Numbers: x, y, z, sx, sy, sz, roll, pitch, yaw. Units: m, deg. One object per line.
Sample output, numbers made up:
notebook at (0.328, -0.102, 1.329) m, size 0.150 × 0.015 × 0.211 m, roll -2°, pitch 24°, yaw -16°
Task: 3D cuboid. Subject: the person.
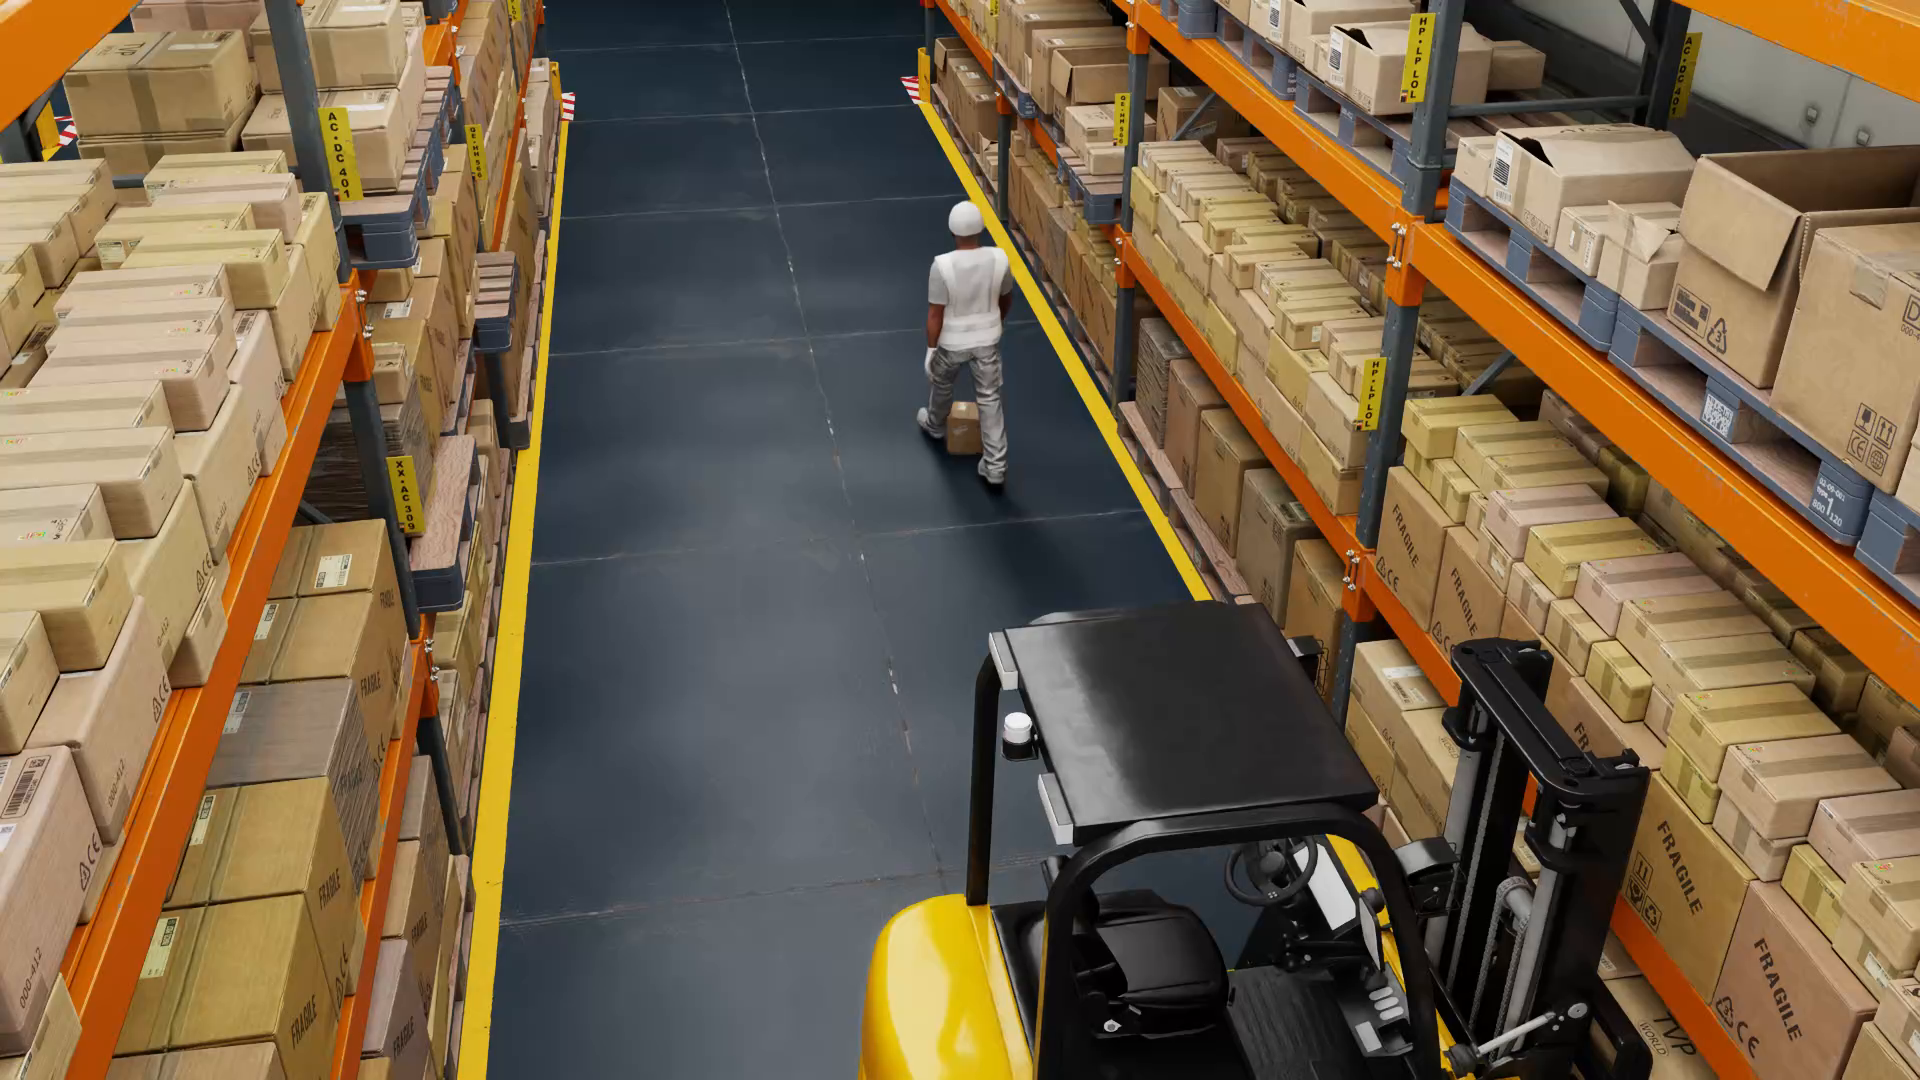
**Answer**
person at (0.024, -1.301, 10.325) m, size 0.599 × 1.721 × 1.074 m, roll -6°, pitch 31°, yaw -11°
